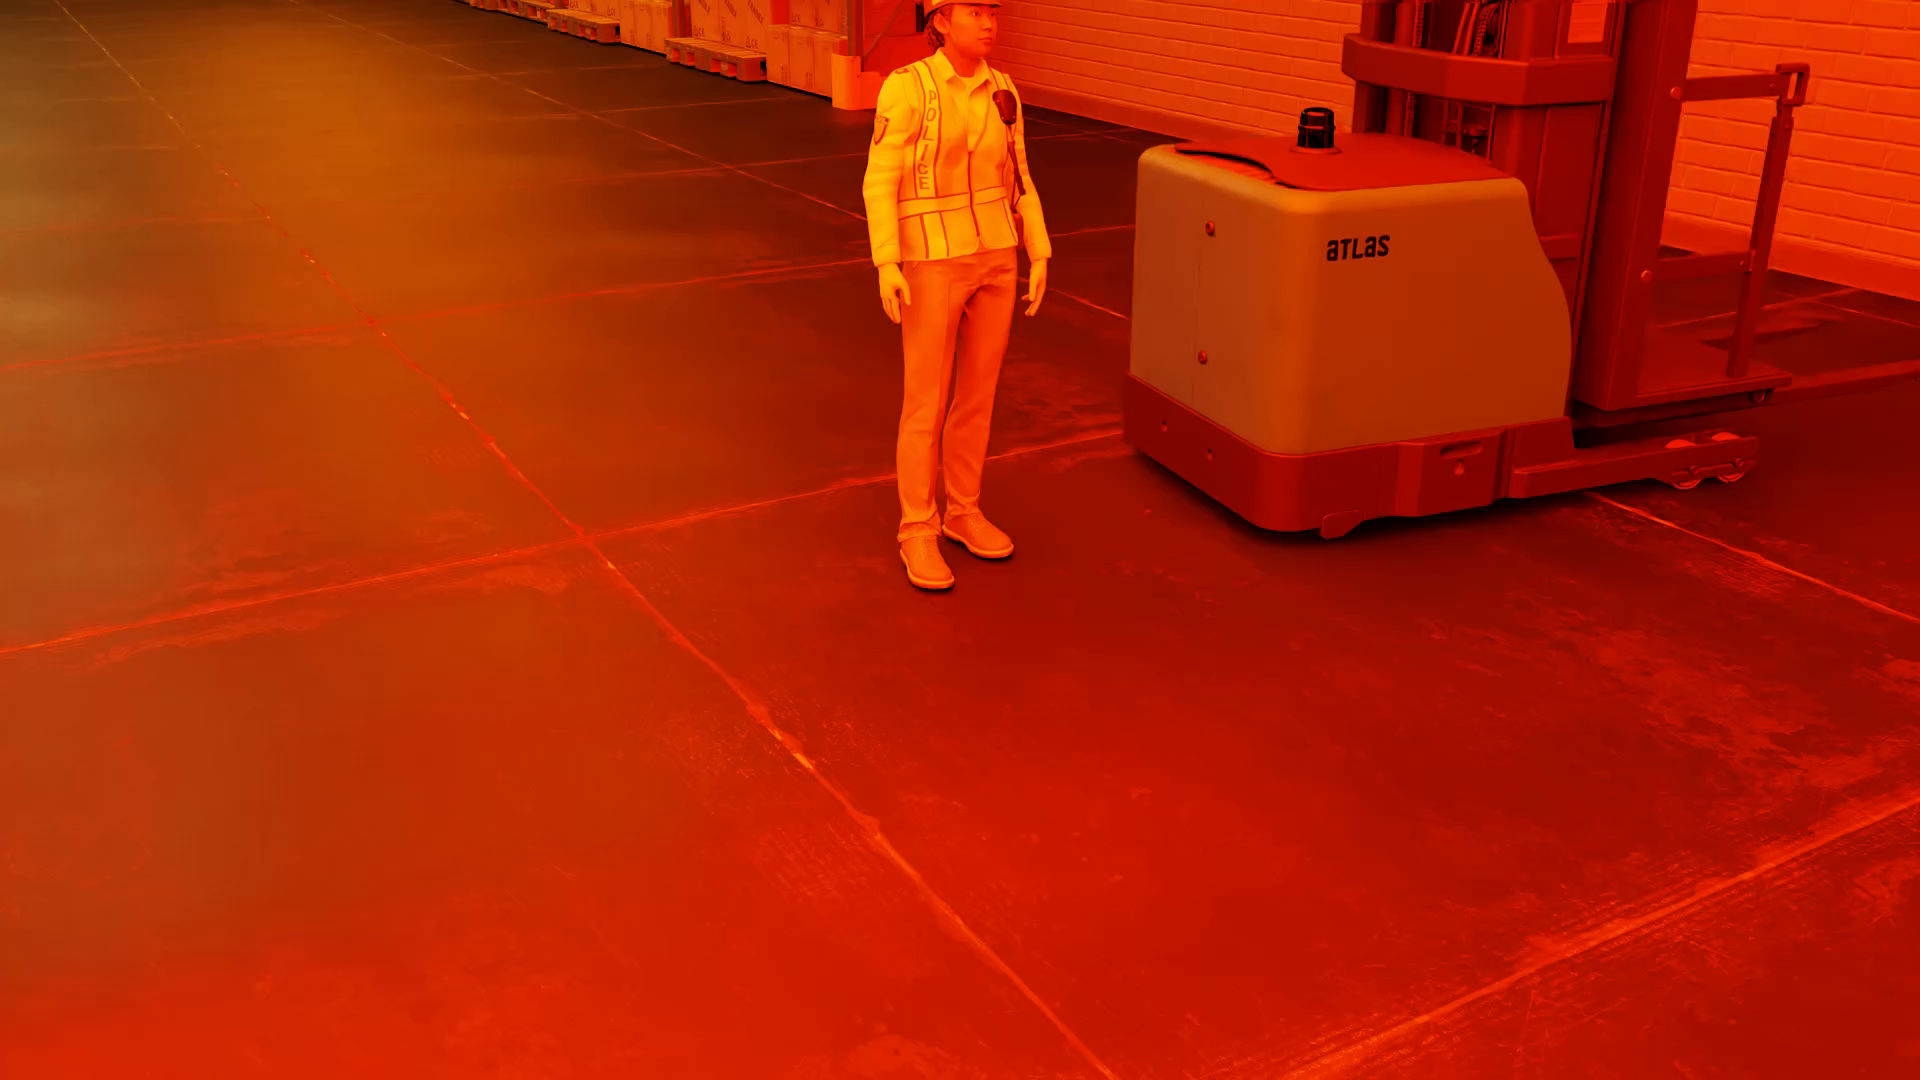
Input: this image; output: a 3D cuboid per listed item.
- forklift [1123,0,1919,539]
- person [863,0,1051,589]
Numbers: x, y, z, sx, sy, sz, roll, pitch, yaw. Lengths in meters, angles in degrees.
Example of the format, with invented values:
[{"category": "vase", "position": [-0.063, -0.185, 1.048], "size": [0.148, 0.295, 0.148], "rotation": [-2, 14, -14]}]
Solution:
[{"category": "forklift", "position": [2.139, -1.700, 5.416], "size": [3.031, 2.935, 1.130], "rotation": [-9, 24, -20]}, {"category": "person", "position": [0.029, -0.766, 4.752], "size": [0.587, 1.694, 0.529], "rotation": [-12, 25, -28]}]
